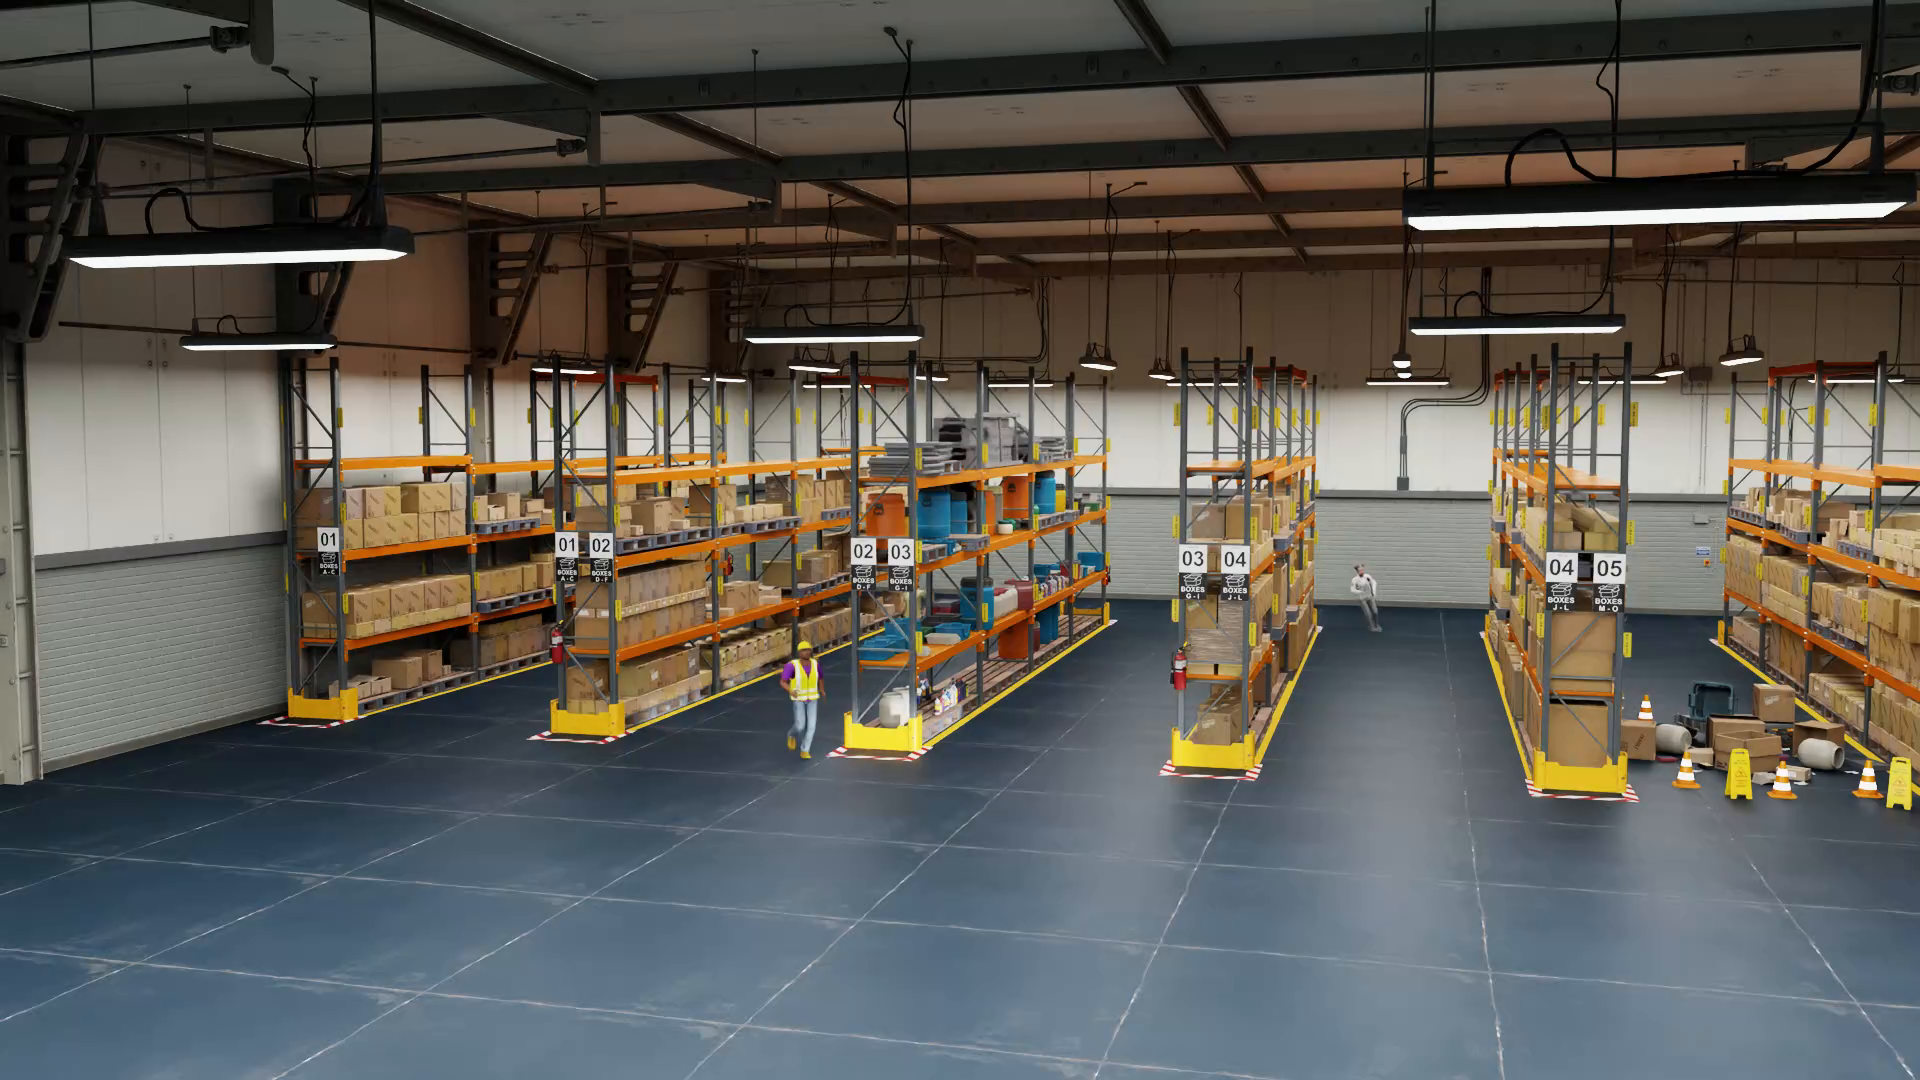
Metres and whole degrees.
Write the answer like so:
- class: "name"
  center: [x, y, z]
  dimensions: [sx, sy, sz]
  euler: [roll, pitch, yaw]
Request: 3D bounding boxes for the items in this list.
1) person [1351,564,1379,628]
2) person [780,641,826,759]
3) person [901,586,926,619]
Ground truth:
- class: "person"
  center: [9.451, 1.324, 38.717]
  dimensions: [0.698, 1.537, 0.612]
  euler: [0, 4, -2]
- class: "person"
  center: [-2.304, 2.343, 24.509]
  dimensions: [0.694, 1.722, 0.605]
  euler: [-2, 5, -26]
- class: "person"
  center: [-0.905, 1.514, 32.622]
  dimensions: [0.593, 1.610, 0.894]
  euler: [1, 4, 18]
